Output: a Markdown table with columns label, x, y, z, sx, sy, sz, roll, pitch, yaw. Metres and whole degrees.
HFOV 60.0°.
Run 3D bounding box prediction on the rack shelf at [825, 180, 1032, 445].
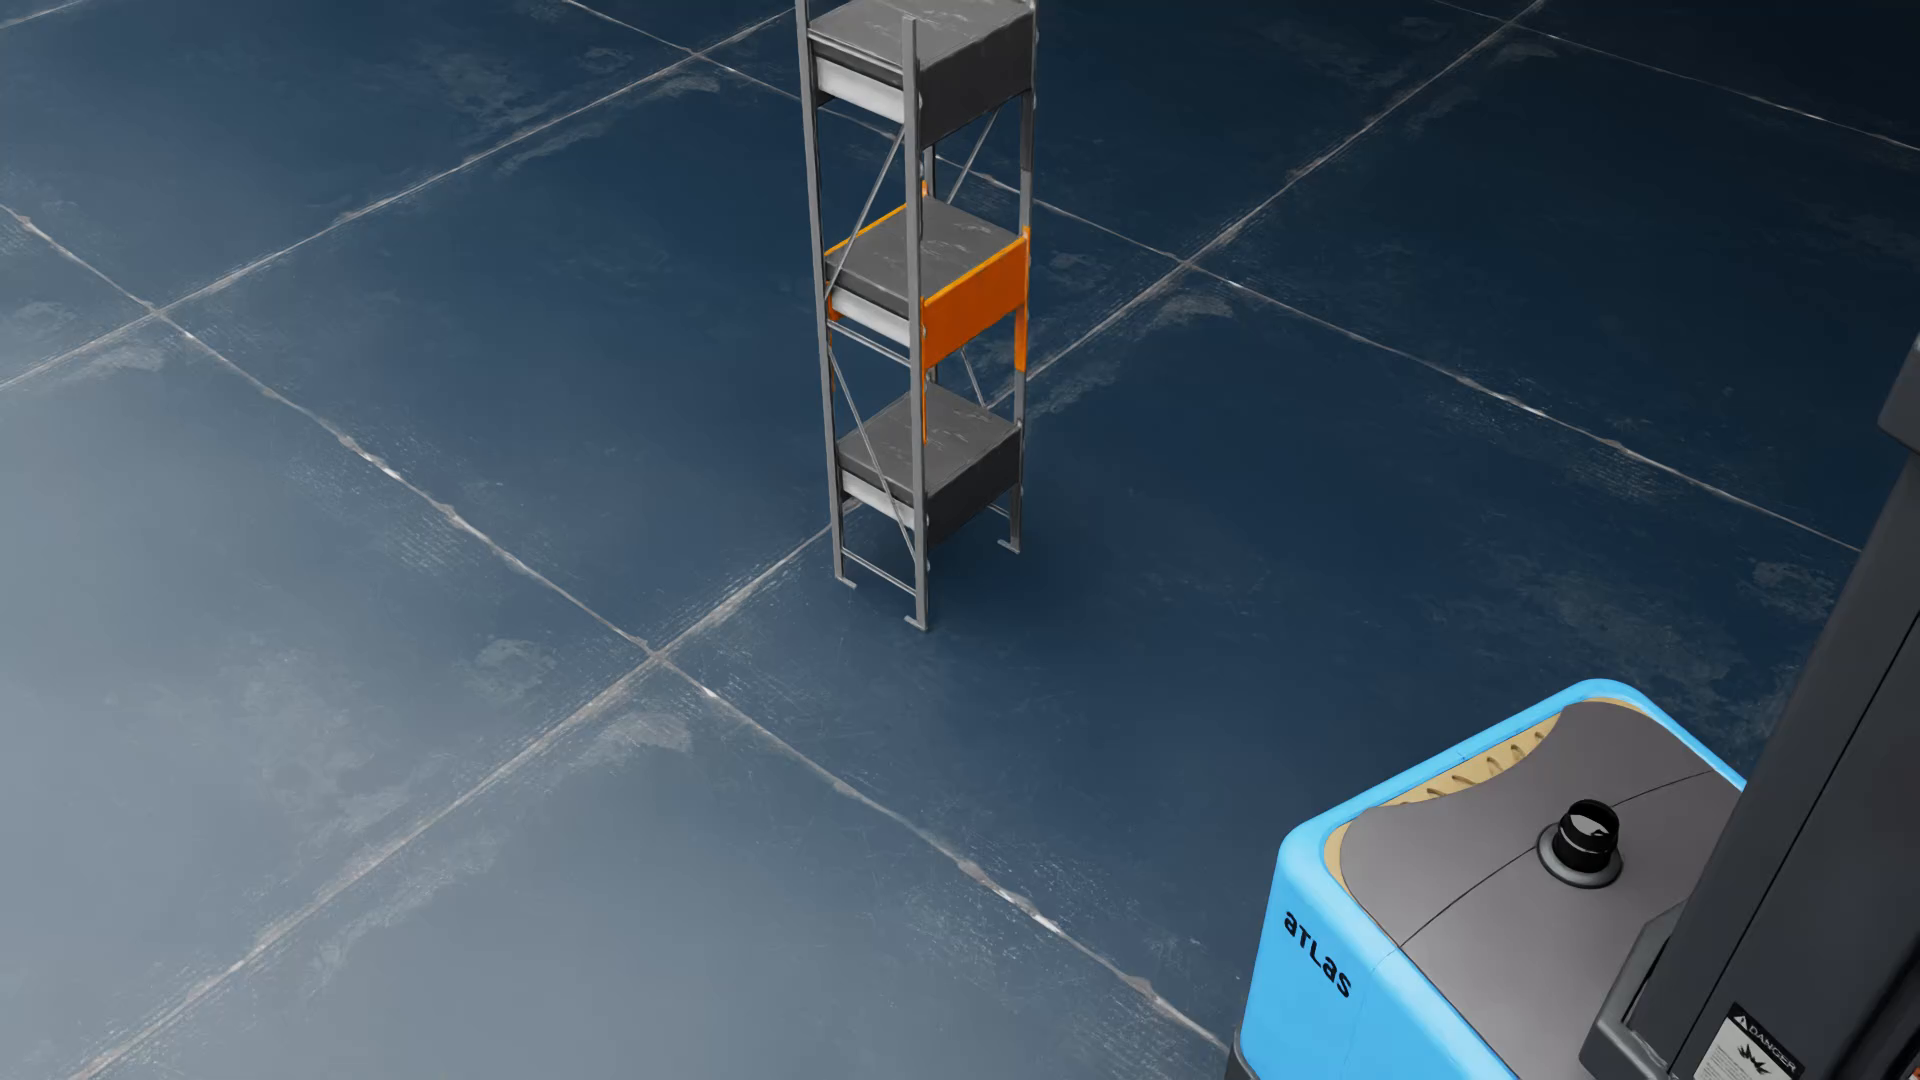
| label | x | y | z | sx | sy | sz | roll | pitch | yaw |
| --- | --- | --- | --- | --- | --- | --- | --- | --- | --- |
| rack shelf | -0.107 | -0.682 | 4.959 | 0.431 | 0.518 | 0.480 | 29 | 50 | 28 |

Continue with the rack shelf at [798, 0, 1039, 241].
| label | x | y | z | sx | sy | sz | roll | pitch | yaw |
| --- | --- | --- | --- | --- | --- | --- | --- | --- | --- |
| rack shelf | -0.107 | -1.199 | 4.488 | 0.431 | 0.518 | 0.480 | 29 | 50 | 28 |

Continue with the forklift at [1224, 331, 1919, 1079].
| label | x | y | z | sx | sy | sz | roll | pitch | yaw |
| --- | --- | --- | --- | --- | --- | --- | --- | --- | --- |
| forklift | 1.827 | 1.026 | 2.443 | 1.130 | 2.935 | 3.031 | -21 | 46 | -22 |

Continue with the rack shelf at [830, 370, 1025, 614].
| label | x | y | z | sx | sy | sz | roll | pitch | yaw |
| --- | --- | --- | --- | --- | --- | --- | --- | --- | --- |
| rack shelf | -0.107 | -0.164 | 5.430 | 0.431 | 0.518 | 0.480 | 29 | 50 | 28 |

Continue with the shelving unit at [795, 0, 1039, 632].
| label | x | y | z | sx | sy | sz | roll | pitch | yaw |
| --- | --- | --- | --- | --- | --- | --- | --- | --- | --- |
| shelving unit | -0.107 | -0.692 | 4.950 | 0.431 | 2.100 | 0.503 | 29 | 50 | 28 |

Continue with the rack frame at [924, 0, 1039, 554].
| label | x | y | z | sx | sy | sz | roll | pitch | yaw |
| --- | --- | --- | --- | --- | --- | --- | --- | --- | --- |
| rack frame | 0.050 | -0.817 | 5.088 | 0.400 | 2.100 | 0.015 | 29 | 50 | 28 |

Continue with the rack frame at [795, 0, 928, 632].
| label | x | y | z | sx | sy | sz | roll | pitch | yaw |
| --- | --- | --- | --- | --- | --- | --- | --- | --- | --- |
| rack frame | -0.264 | -0.566 | 4.812 | 0.400 | 2.100 | 0.015 | 29 | 50 | 28 |
